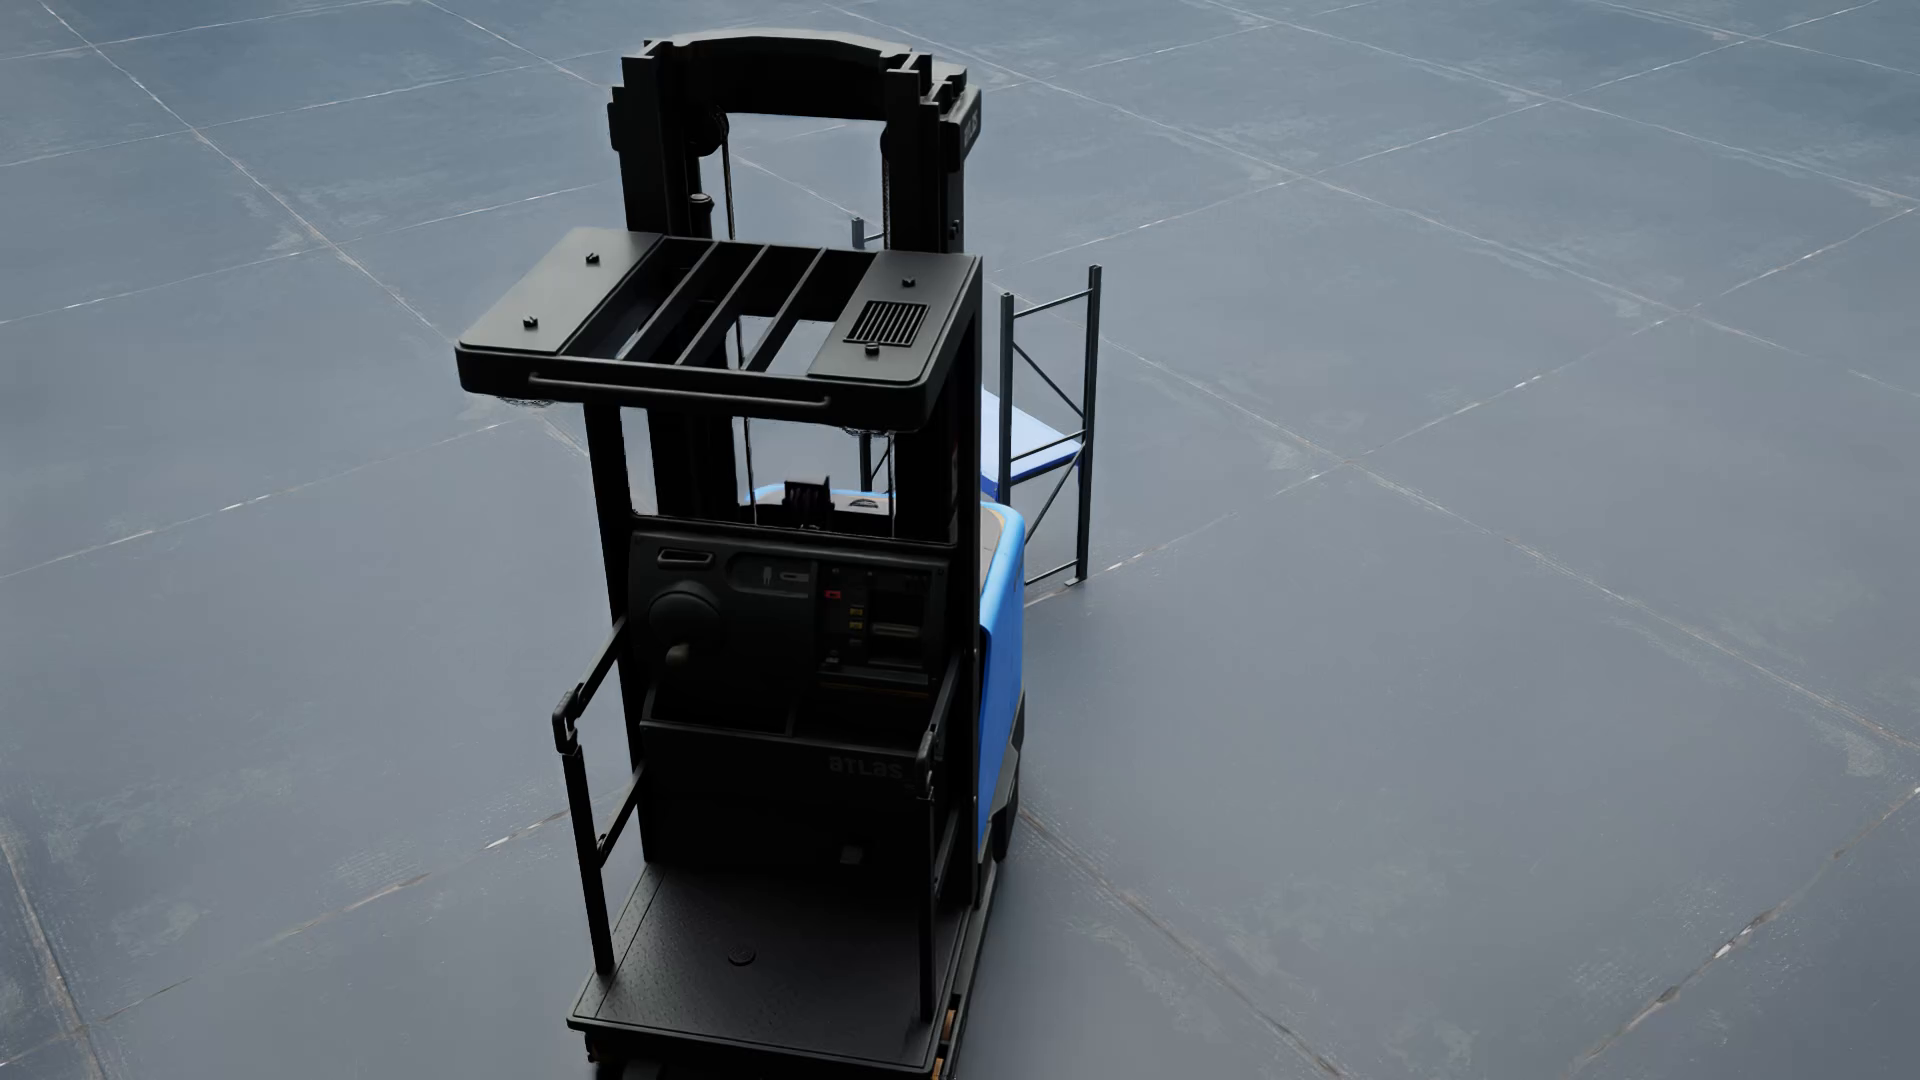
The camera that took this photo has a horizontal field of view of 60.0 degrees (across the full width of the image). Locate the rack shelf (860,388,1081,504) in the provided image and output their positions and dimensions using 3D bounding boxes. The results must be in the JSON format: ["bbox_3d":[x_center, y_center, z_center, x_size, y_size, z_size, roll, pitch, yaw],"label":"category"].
[{"bbox_3d":[0.052,-0.449,7.392,0.538,0.185,1.000,-22,38,-31],"label":"rack shelf"}]

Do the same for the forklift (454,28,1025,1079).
[{"bbox_3d":[-0.531,0.258,4.557,1.130,2.935,3.031,6,32,9],"label":"forklift"}]

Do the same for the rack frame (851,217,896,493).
[{"bbox_3d":[-0.259,-0.813,7.638,0.500,1.500,0.032,-22,38,-31],"label":"rack frame"}]

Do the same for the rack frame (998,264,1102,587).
[{"bbox_3d":[0.364,-0.390,6.956,0.500,1.500,0.032,-22,38,-31],"label":"rack frame"}]

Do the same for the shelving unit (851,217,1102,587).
[{"bbox_3d":[0.052,-0.602,7.297,0.538,1.500,1.048,-22,38,-31],"label":"shelving unit"}]
